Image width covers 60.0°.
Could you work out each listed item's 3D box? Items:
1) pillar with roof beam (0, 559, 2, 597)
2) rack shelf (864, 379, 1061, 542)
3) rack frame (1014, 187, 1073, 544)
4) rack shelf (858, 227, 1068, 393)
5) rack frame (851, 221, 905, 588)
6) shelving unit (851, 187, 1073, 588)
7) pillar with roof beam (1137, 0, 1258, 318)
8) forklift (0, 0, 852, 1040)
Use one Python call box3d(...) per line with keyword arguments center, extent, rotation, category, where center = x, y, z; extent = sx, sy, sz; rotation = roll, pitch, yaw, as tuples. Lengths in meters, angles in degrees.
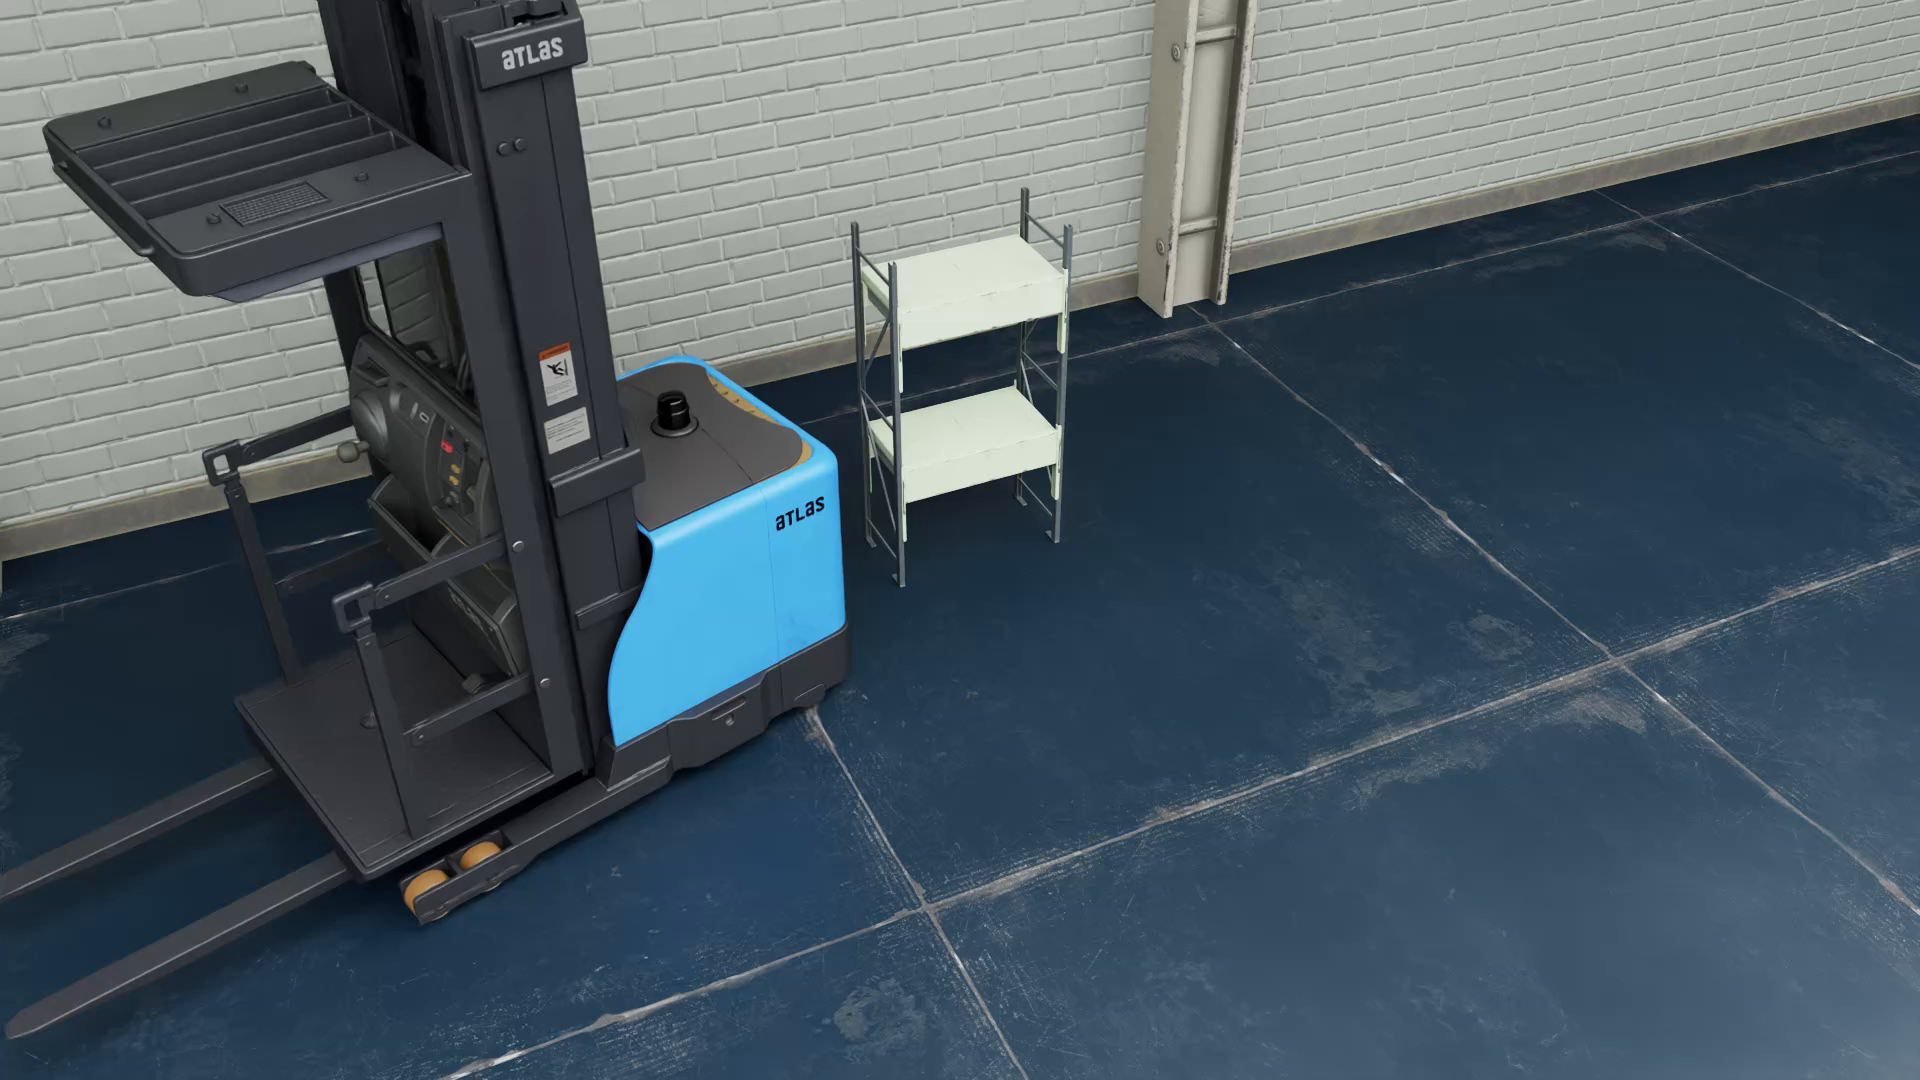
box3d(center=(-2.408, -1.086, 1.161), extent=(0.400, 9.000, 9.100), rotation=(-16, 39, -20), category="pillar with roof beam")
box3d(center=(0.006, -0.342, 7.000), extent=(0.720, 0.370, 0.431), rotation=(-16, 39, -20), category="rack shelf")
box3d(center=(0.337, -0.697, 6.930), extent=(0.023, 1.500, 0.400), rotation=(-16, 39, -20), category="rack frame")
box3d(center=(0.006, -0.918, 6.573), extent=(0.720, 0.370, 0.431), rotation=(-16, 39, -20), category="rack shelf")
box3d(center=(-0.325, -0.511, 6.681), extent=(0.023, 1.500, 0.400), rotation=(-16, 39, -20), category="rack frame")
box3d(center=(0.006, -0.604, 6.805), extent=(0.755, 1.500, 0.431), rotation=(-16, 39, -20), category="shelving unit")
box3d(center=(3.024, -2.605, 3.208), extent=(0.400, 9.000, 9.100), rotation=(-16, 39, -20), category="pillar with roof beam")
box3d(center=(-1.867, -0.266, 5.148), extent=(3.031, 2.935, 1.130), rotation=(-27, 44, -32), category="forklift")
